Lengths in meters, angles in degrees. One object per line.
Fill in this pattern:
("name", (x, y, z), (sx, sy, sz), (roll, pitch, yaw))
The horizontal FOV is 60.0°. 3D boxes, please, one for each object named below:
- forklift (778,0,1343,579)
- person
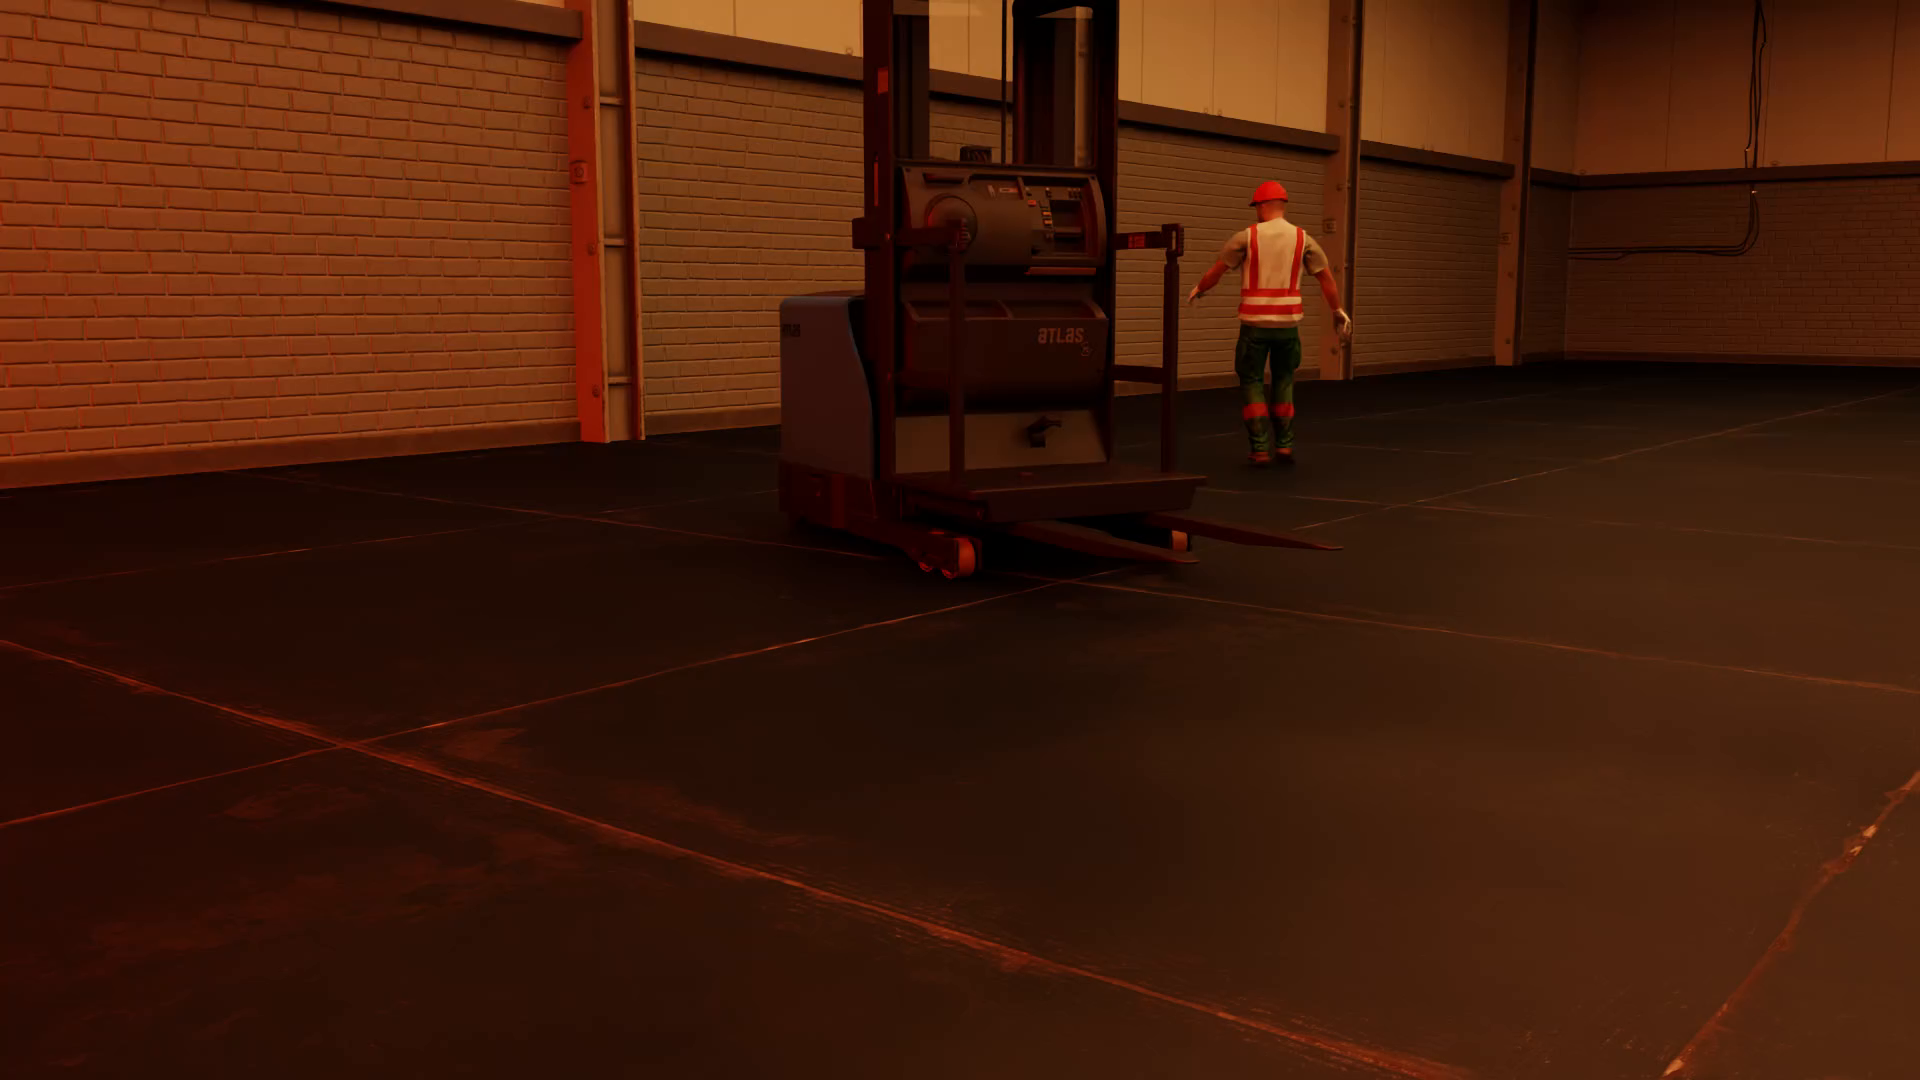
("forklift", (0.294, -1.373, 6.664), (1.130, 2.935, 3.031), (-5, 9, -28))
("person", (1.978, -1.362, 10.630), (1.008, 1.814, 0.579), (0, 8, 1))
